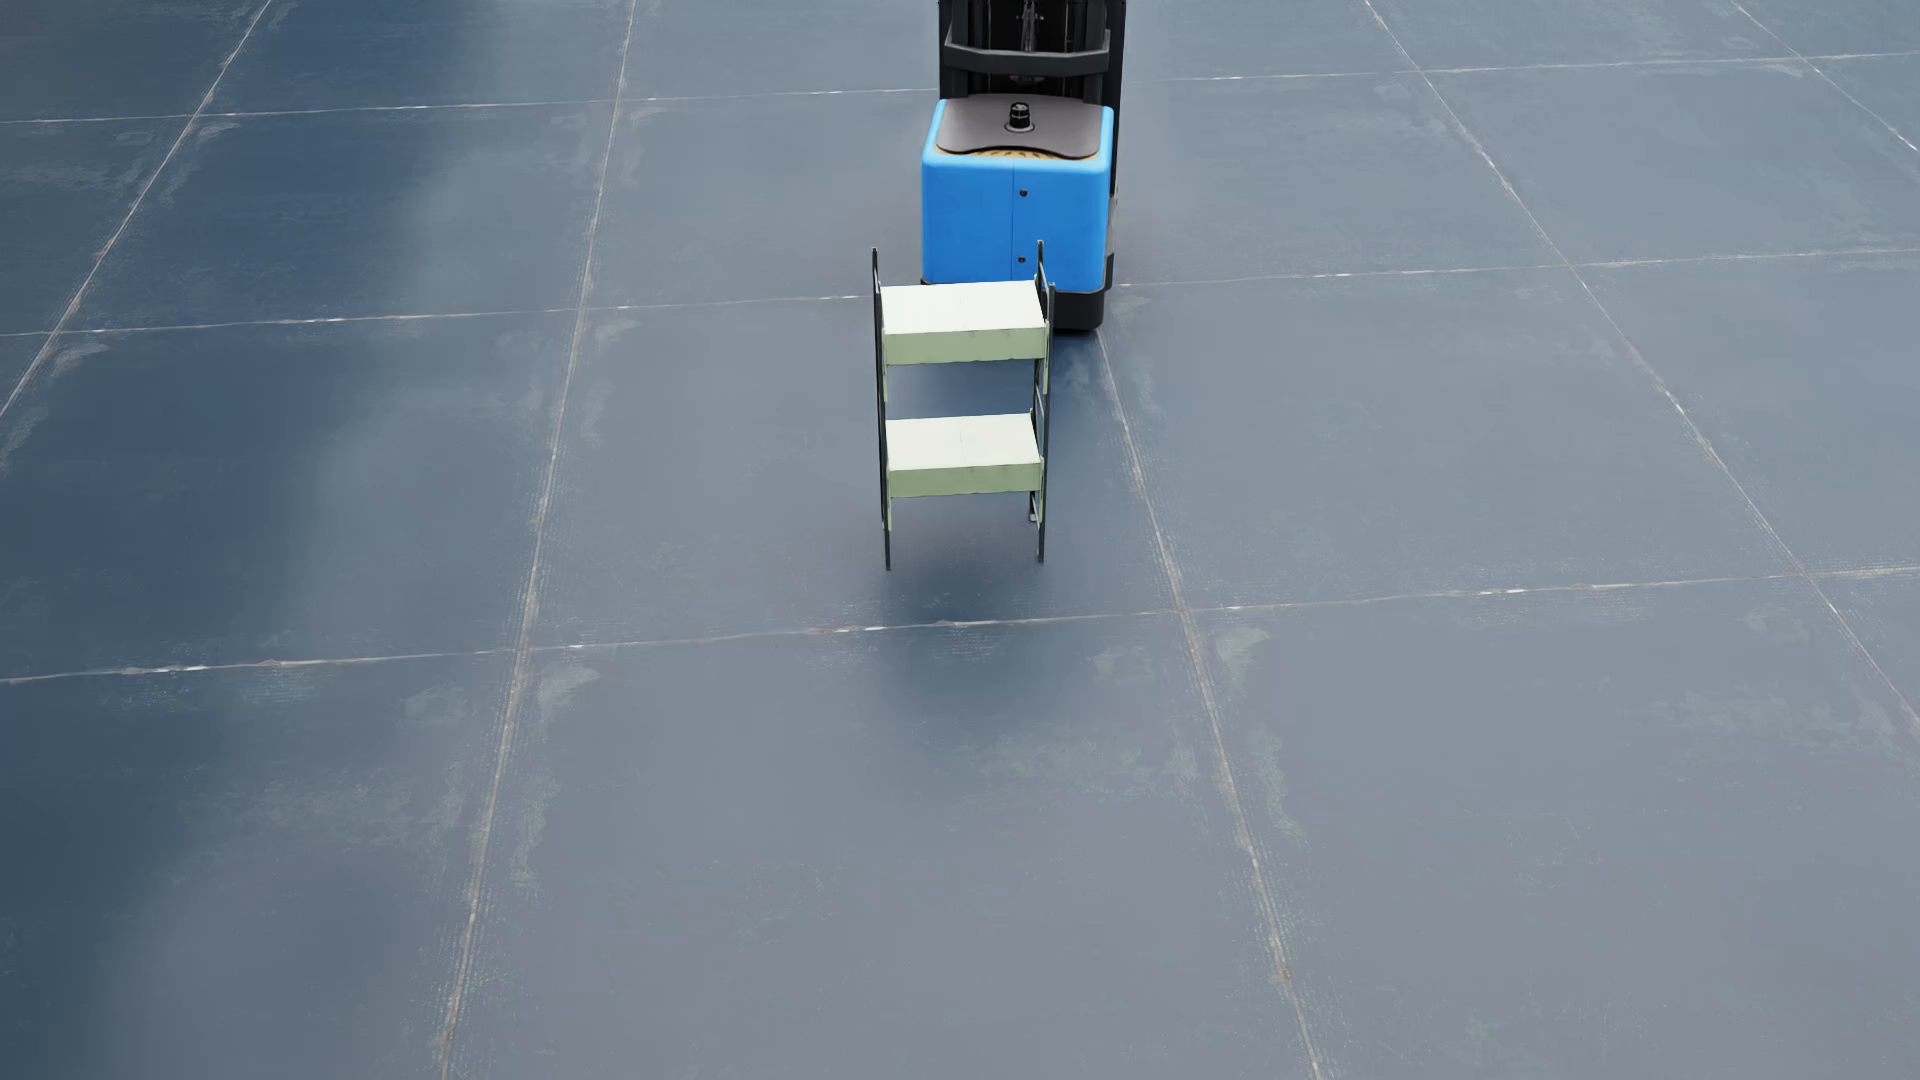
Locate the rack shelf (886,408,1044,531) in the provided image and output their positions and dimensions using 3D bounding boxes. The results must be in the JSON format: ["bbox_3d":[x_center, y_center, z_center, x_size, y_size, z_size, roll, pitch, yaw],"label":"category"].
[{"bbox_3d":[0.007,-0.333,7.810,0.720,0.370,0.431,-3,38,-4],"label":"rack shelf"}]

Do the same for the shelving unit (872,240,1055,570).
[{"bbox_3d":[0.007,-0.589,7.608,0.755,1.500,0.431,-3,38,-4],"label":"shelving unit"}]

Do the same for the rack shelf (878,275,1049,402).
[{"bbox_3d":[0.007,-0.896,7.366,0.720,0.370,0.431,-3,38,-4],"label":"rack shelf"}]

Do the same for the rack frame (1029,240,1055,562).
[{"bbox_3d":[0.371,-0.609,7.633,0.023,1.500,0.400,-3,38,-4],"label":"rack frame"}]

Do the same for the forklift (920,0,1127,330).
[{"bbox_3d":[0.447,-3.252,9.828,1.130,2.935,3.031,4,38,5],"label":"forklift"}]

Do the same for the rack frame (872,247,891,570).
[{"bbox_3d":[-0.358,-0.569,7.582,0.023,1.500,0.400,-3,38,-4],"label":"rack frame"}]
